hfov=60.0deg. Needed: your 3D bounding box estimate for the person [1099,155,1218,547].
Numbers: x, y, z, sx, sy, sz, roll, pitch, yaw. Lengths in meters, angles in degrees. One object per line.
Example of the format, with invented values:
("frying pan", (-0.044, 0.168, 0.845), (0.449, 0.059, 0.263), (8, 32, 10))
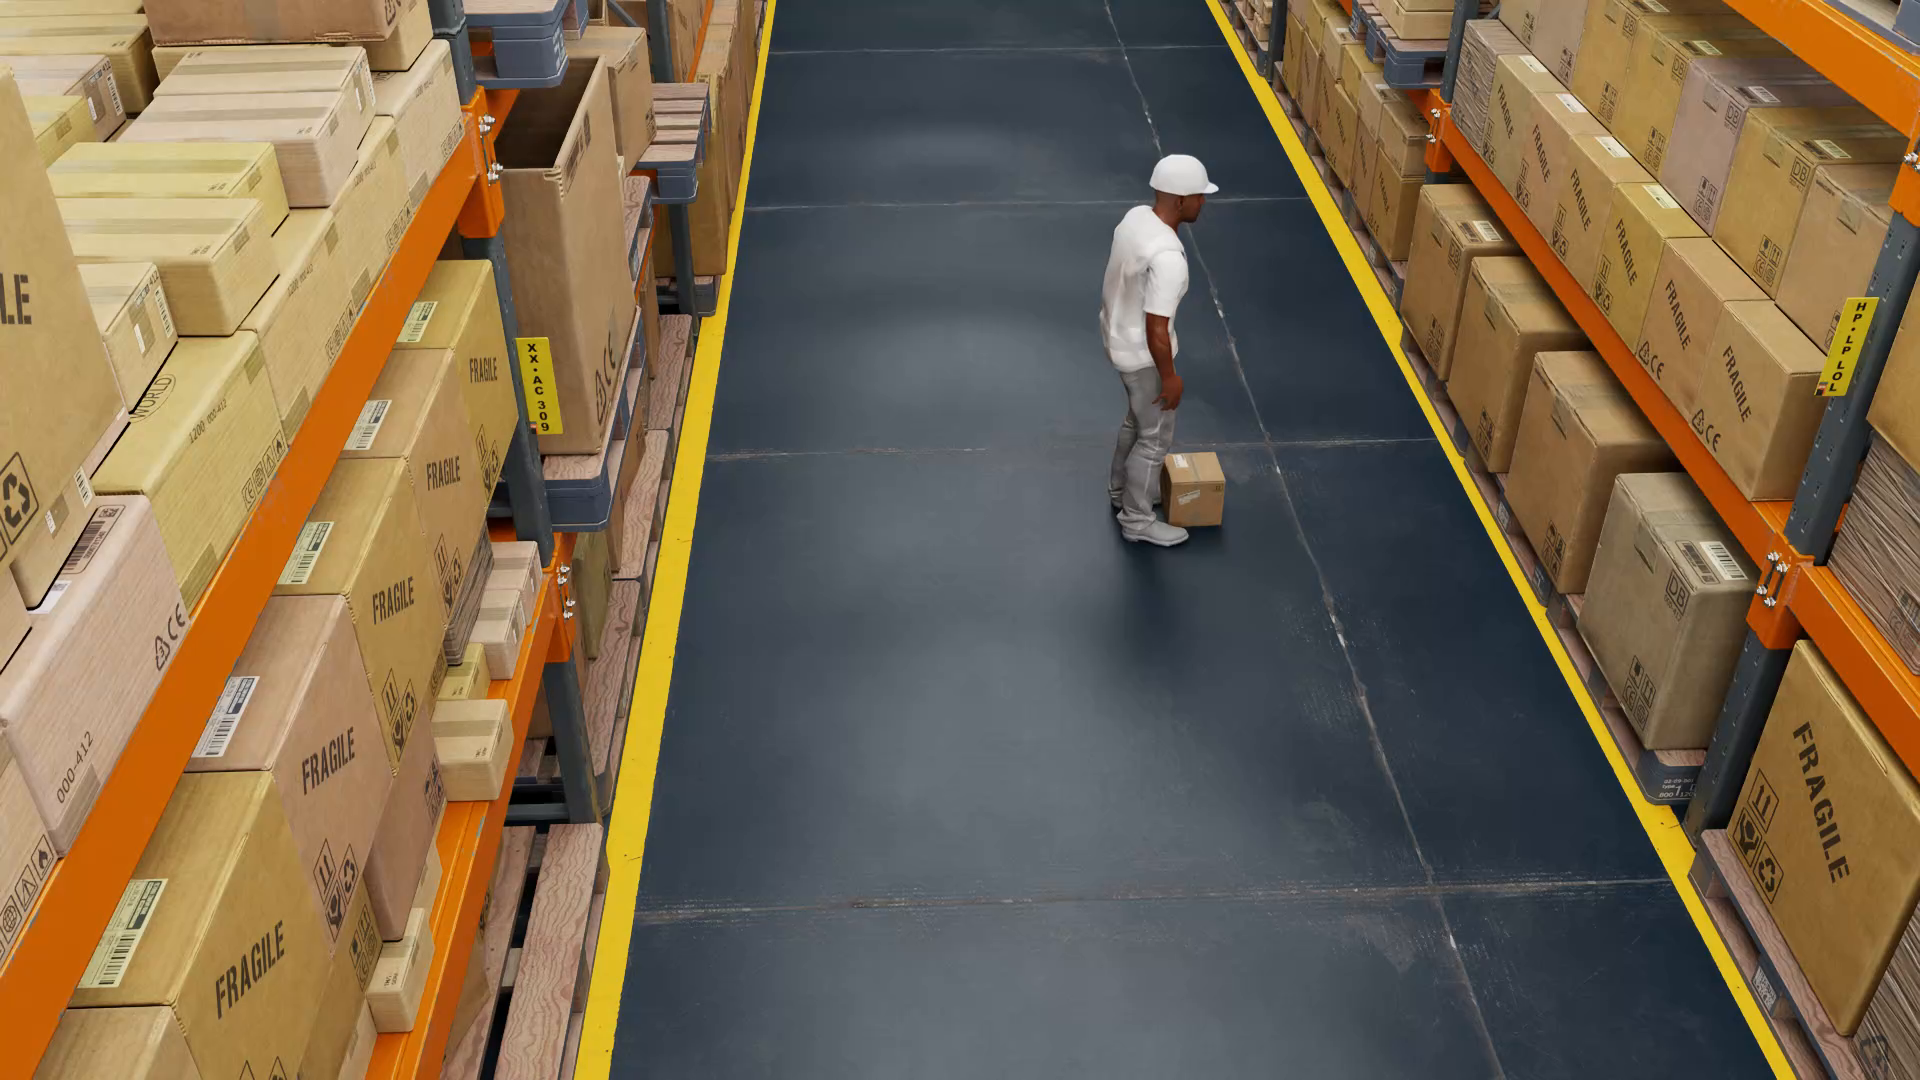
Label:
("person", (0.852, -0.846, 7.337), (0.462, 1.759, 0.632), (-4, 35, -5))
